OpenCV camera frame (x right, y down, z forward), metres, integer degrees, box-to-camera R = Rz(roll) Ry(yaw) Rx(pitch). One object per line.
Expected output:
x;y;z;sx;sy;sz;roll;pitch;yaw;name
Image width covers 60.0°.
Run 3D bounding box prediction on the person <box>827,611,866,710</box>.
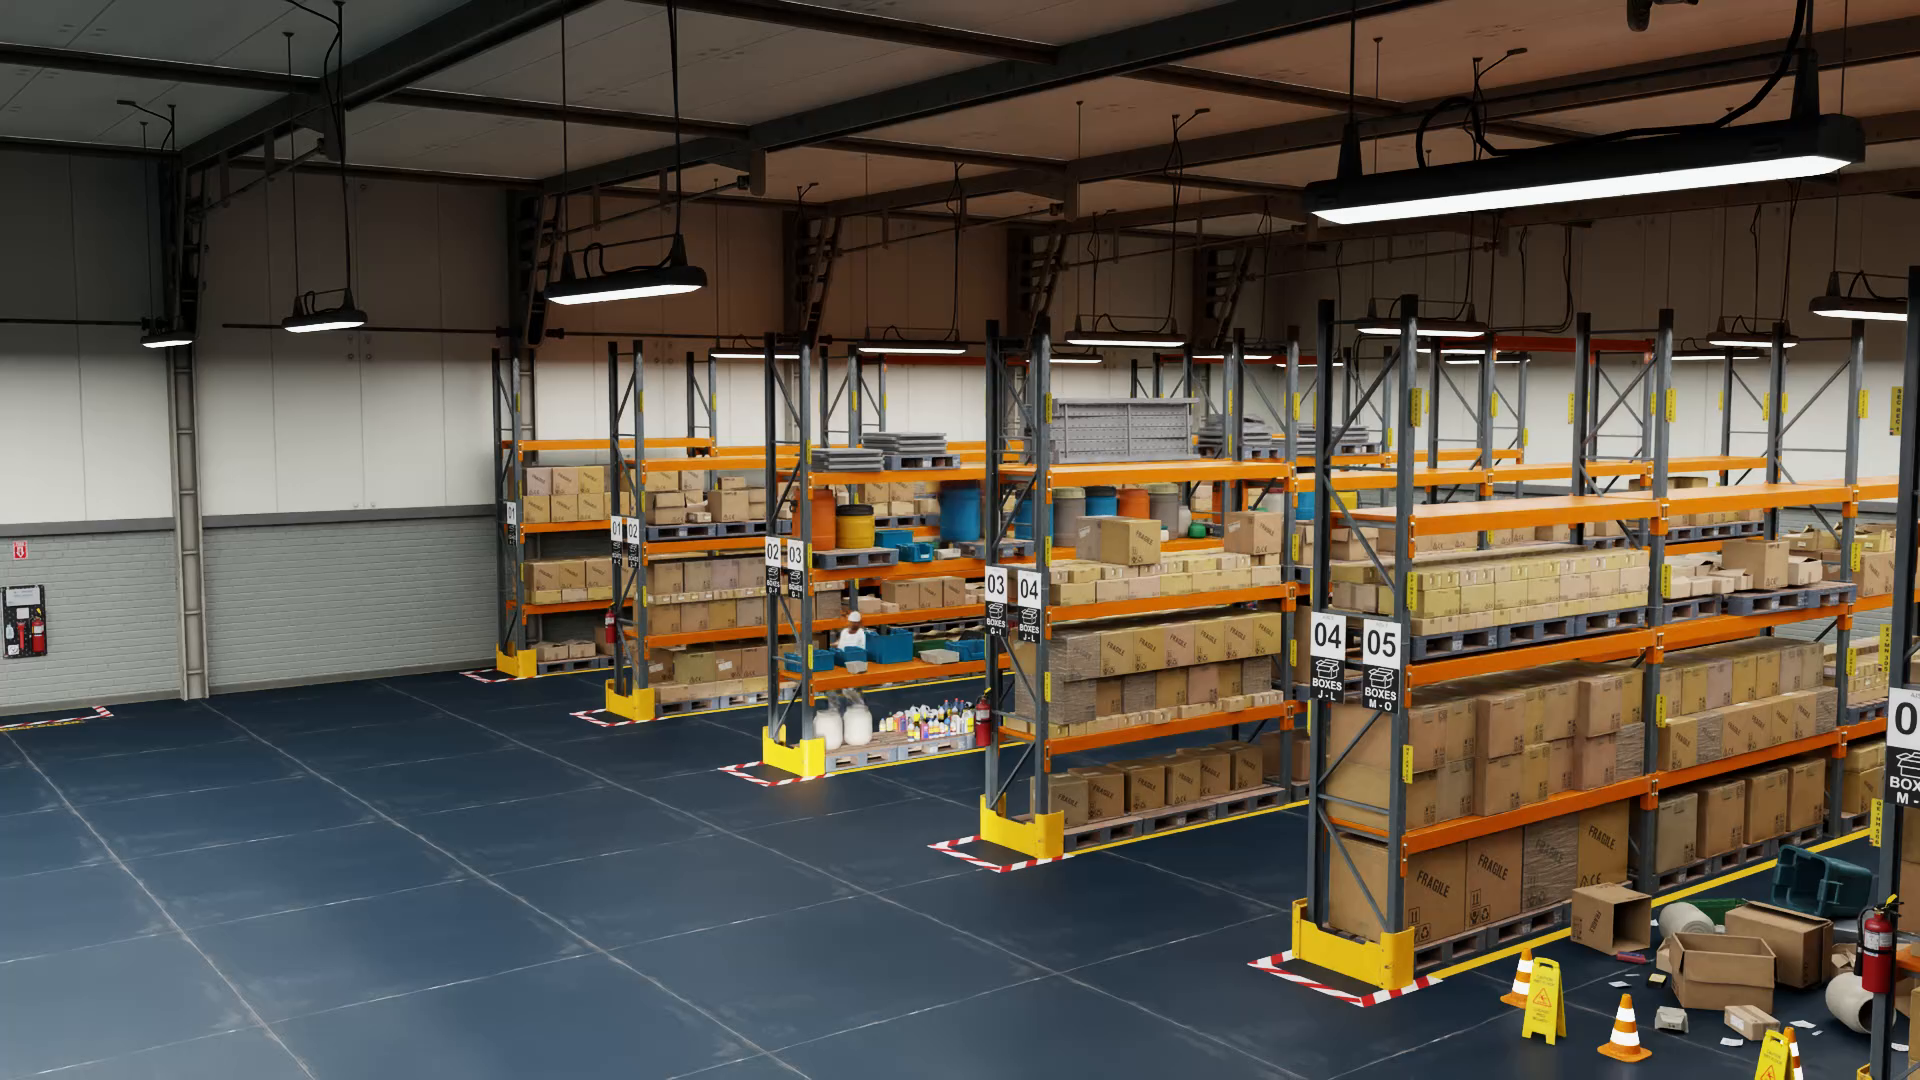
-1.762;1.894;25.664;0.593;1.567;0.689;3;6;31;person
